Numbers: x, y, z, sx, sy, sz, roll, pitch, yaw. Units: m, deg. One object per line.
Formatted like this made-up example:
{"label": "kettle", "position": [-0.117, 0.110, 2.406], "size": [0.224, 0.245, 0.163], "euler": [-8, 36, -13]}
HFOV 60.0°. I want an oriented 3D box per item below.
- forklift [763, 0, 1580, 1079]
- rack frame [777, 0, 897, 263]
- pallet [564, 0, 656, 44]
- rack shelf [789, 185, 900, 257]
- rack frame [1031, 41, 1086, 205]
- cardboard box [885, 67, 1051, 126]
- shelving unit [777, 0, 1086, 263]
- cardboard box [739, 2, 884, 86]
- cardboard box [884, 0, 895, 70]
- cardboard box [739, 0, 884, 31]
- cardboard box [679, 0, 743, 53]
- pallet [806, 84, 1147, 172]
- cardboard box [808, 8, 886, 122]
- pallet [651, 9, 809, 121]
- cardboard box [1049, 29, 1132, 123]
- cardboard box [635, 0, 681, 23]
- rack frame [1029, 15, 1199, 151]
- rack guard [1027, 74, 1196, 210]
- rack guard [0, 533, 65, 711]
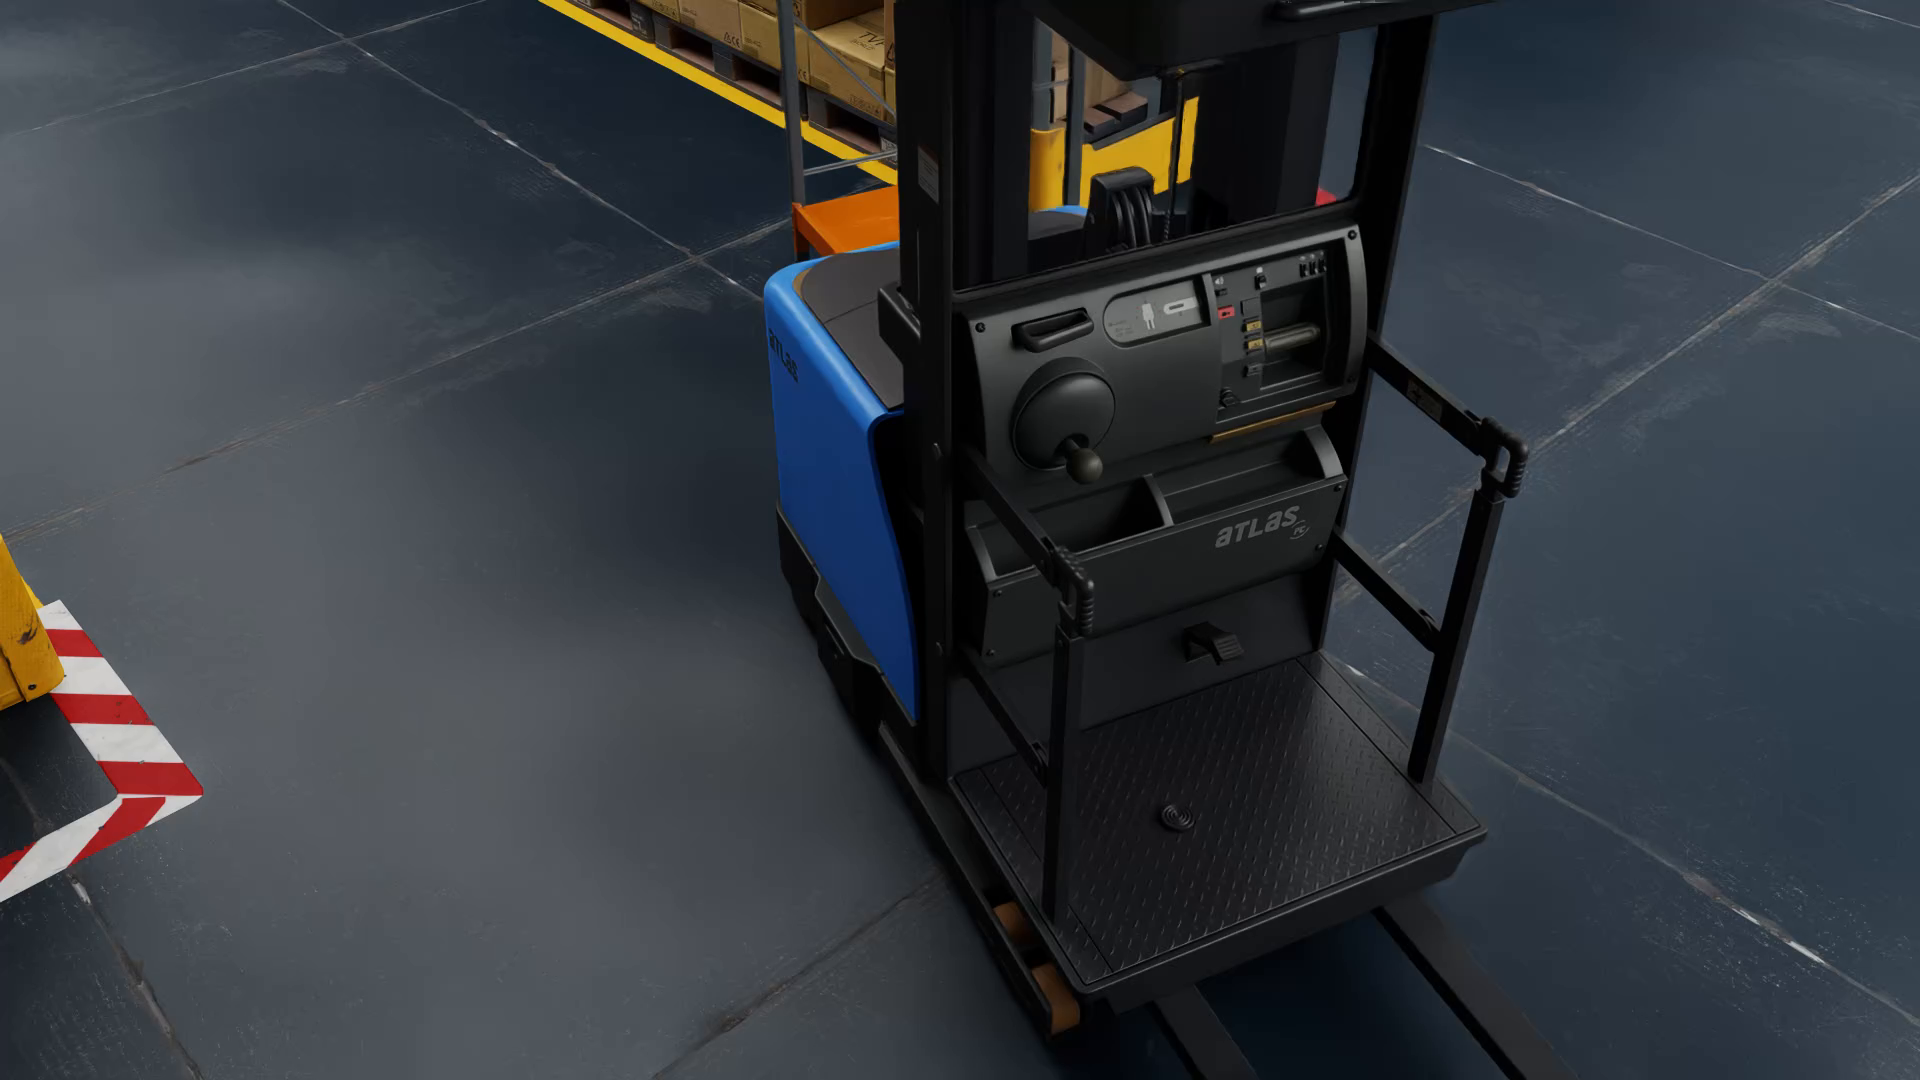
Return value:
{"label": "forklift", "position": [0.542, -0.319, 3.312], "size": [1.130, 2.935, 3.031], "euler": [-16, 42, -19]}
{"label": "rack frame", "position": [-0.344, -1.285, 5.647], "size": [0.500, 1.500, 0.032], "euler": [-18, 42, -21]}
{"label": "pallet", "position": [-1.585, -3.047, 8.855], "size": [1.003, 0.211, 1.213], "euler": [-30, 48, -32]}
{"label": "rack shelf", "position": [-0.113, -0.860, 5.408], "size": [0.538, 0.185, 1.000], "euler": [-18, 42, -21]}
{"label": "rack frame", "position": [0.118, -0.715, 4.942], "size": [0.500, 1.500, 0.032], "euler": [-18, 42, -21]}
{"label": "cardboard box", "position": [0.033, -1.883, 7.048], "size": [0.500, 0.250, 0.500], "euler": [-30, 48, -32]}
{"label": "shelving unit", "position": [-0.117, -1.005, 5.301], "size": [0.587, 1.500, 1.083], "euler": [-18, 42, -21]}
{"label": "cardboard box", "position": [-0.654, -2.340, 7.614], "size": [0.500, 0.250, 0.500], "euler": [-30, 48, -32]}
{"label": "cardboard box", "position": [0.031, -2.174, 6.811], "size": [0.500, 0.500, 0.500], "euler": [-30, 48, -32]}
{"label": "cardboard box", "position": [-0.656, -2.630, 7.377], "size": [0.500, 0.500, 0.500], "euler": [-30, 48, -32]}
{"label": "cardboard box", "position": [-0.991, -2.572, 7.901], "size": [0.500, 0.250, 0.500], "euler": [-30, 48, -32]}
{"label": "pallet", "position": [0.065, -1.918, 7.457], "size": [1.003, 0.211, 1.213], "euler": [-30, 48, -32]}
{"label": "cardboard box", "position": [-0.314, -2.109, 7.328], "size": [0.500, 0.250, 0.500], "euler": [-30, 48, -32]}
{"label": "pallet", "position": [-0.756, -2.482, 8.155], "size": [1.003, 0.211, 1.213], "euler": [-30, 48, -32]}
{"label": "cardboard box", "position": [0.414, -2.103, 7.321], "size": [0.500, 0.250, 0.500], "euler": [-30, 48, -32]}
{"label": "cardboard box", "position": [-1.333, -2.801, 8.185], "size": [0.500, 0.250, 0.500], "euler": [-30, 48, -32]}
{"label": "rack frame", "position": [0.613, -2.667, 6.164], "size": [1.000, 3.000, 0.127], "euler": [-30, 48, -32]}
{"label": "rack guard", "position": [0.629, -1.683, 6.936], "size": [1.175, 0.500, 0.348], "euler": [-30, 48, -32]}
{"label": "rack guard", "position": [-3.085, 0.378, 4.385], "size": [1.175, 0.500, 0.348], "euler": [-30, 48, -32]}
